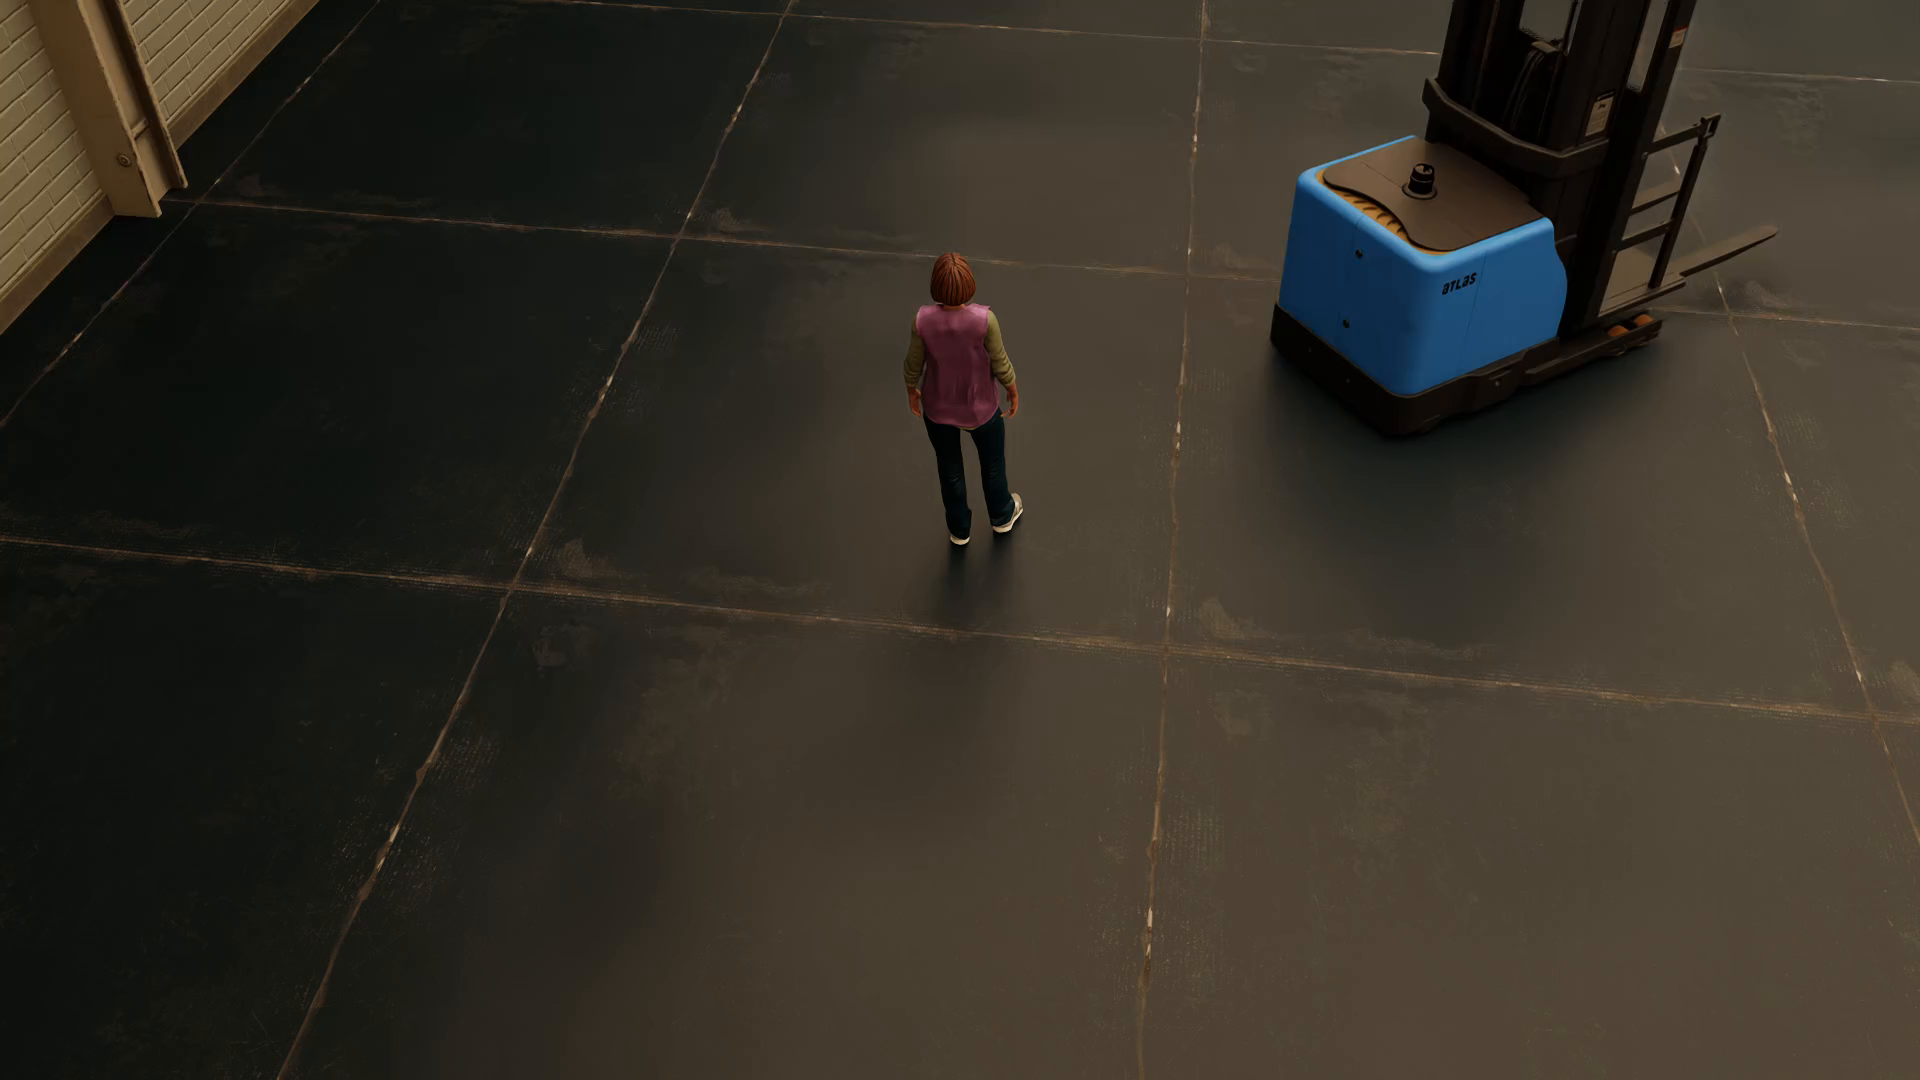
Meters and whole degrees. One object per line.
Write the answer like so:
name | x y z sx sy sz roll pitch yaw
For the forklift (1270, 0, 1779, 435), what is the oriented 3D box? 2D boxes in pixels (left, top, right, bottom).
forklift | 3.202 -2.354 8.287 3.031 2.935 1.130 -22 47 -22

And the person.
person | 0.023 -0.642 7.399 0.521 1.599 0.473 5 43 6
